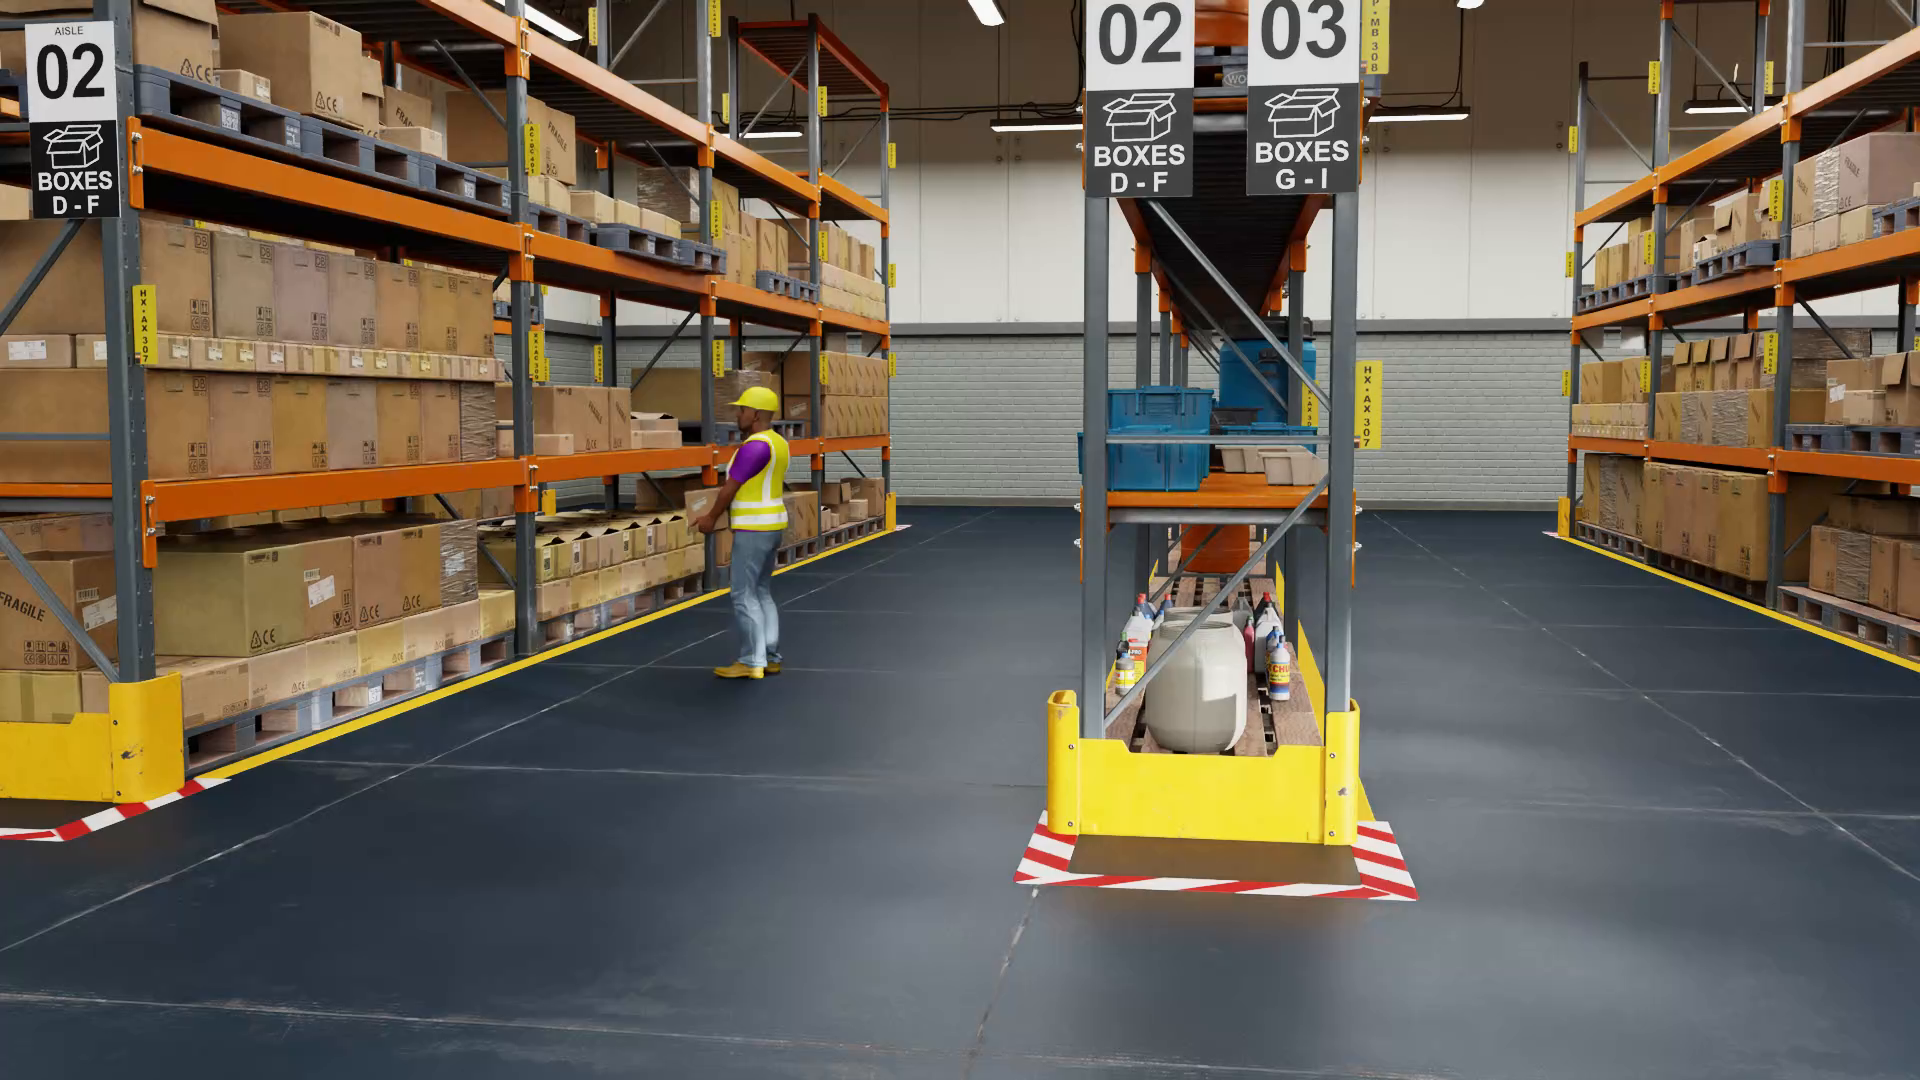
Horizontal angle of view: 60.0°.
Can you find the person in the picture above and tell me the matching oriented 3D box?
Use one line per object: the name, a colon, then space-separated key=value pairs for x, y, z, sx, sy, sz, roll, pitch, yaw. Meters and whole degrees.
person: x=-1.341 y=-0.050 z=10.147 sx=0.559 sy=1.763 sz=0.505 roll=1 pitch=4 yaw=9
